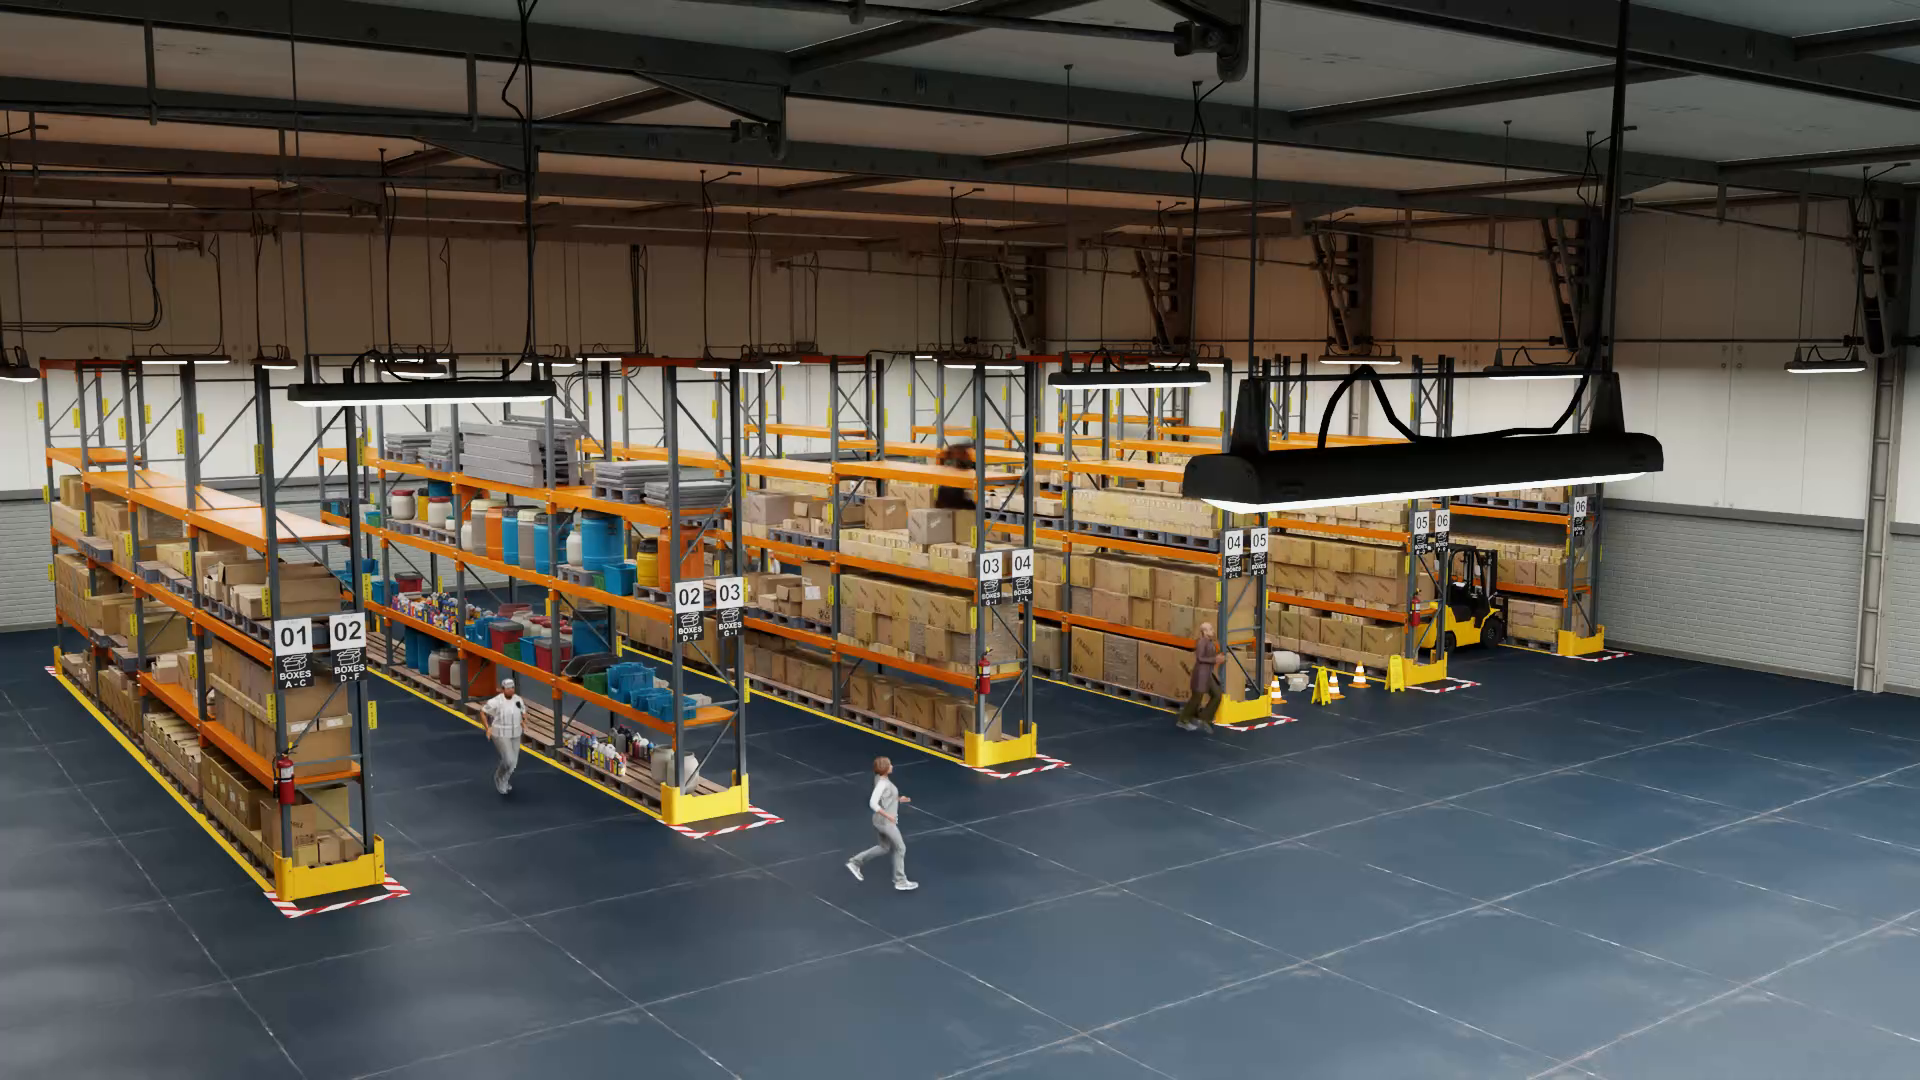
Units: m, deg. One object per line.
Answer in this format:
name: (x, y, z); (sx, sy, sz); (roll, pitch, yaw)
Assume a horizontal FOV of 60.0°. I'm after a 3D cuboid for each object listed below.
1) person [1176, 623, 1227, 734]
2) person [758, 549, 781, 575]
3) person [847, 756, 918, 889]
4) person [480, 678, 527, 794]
person: (3.959, 2.247, 26.914); (0.776, 1.832, 0.706); (3, 8, 25)
person: (-4.133, 1.027, 36.904); (0.644, 1.741, 0.580); (-5, 9, -37)
person: (-0.891, 3.266, 19.118); (0.823, 1.550, 0.547); (-1, 7, -9)
person: (-6.302, 2.735, 23.183); (0.721, 1.631, 0.576); (7, 10, 44)
